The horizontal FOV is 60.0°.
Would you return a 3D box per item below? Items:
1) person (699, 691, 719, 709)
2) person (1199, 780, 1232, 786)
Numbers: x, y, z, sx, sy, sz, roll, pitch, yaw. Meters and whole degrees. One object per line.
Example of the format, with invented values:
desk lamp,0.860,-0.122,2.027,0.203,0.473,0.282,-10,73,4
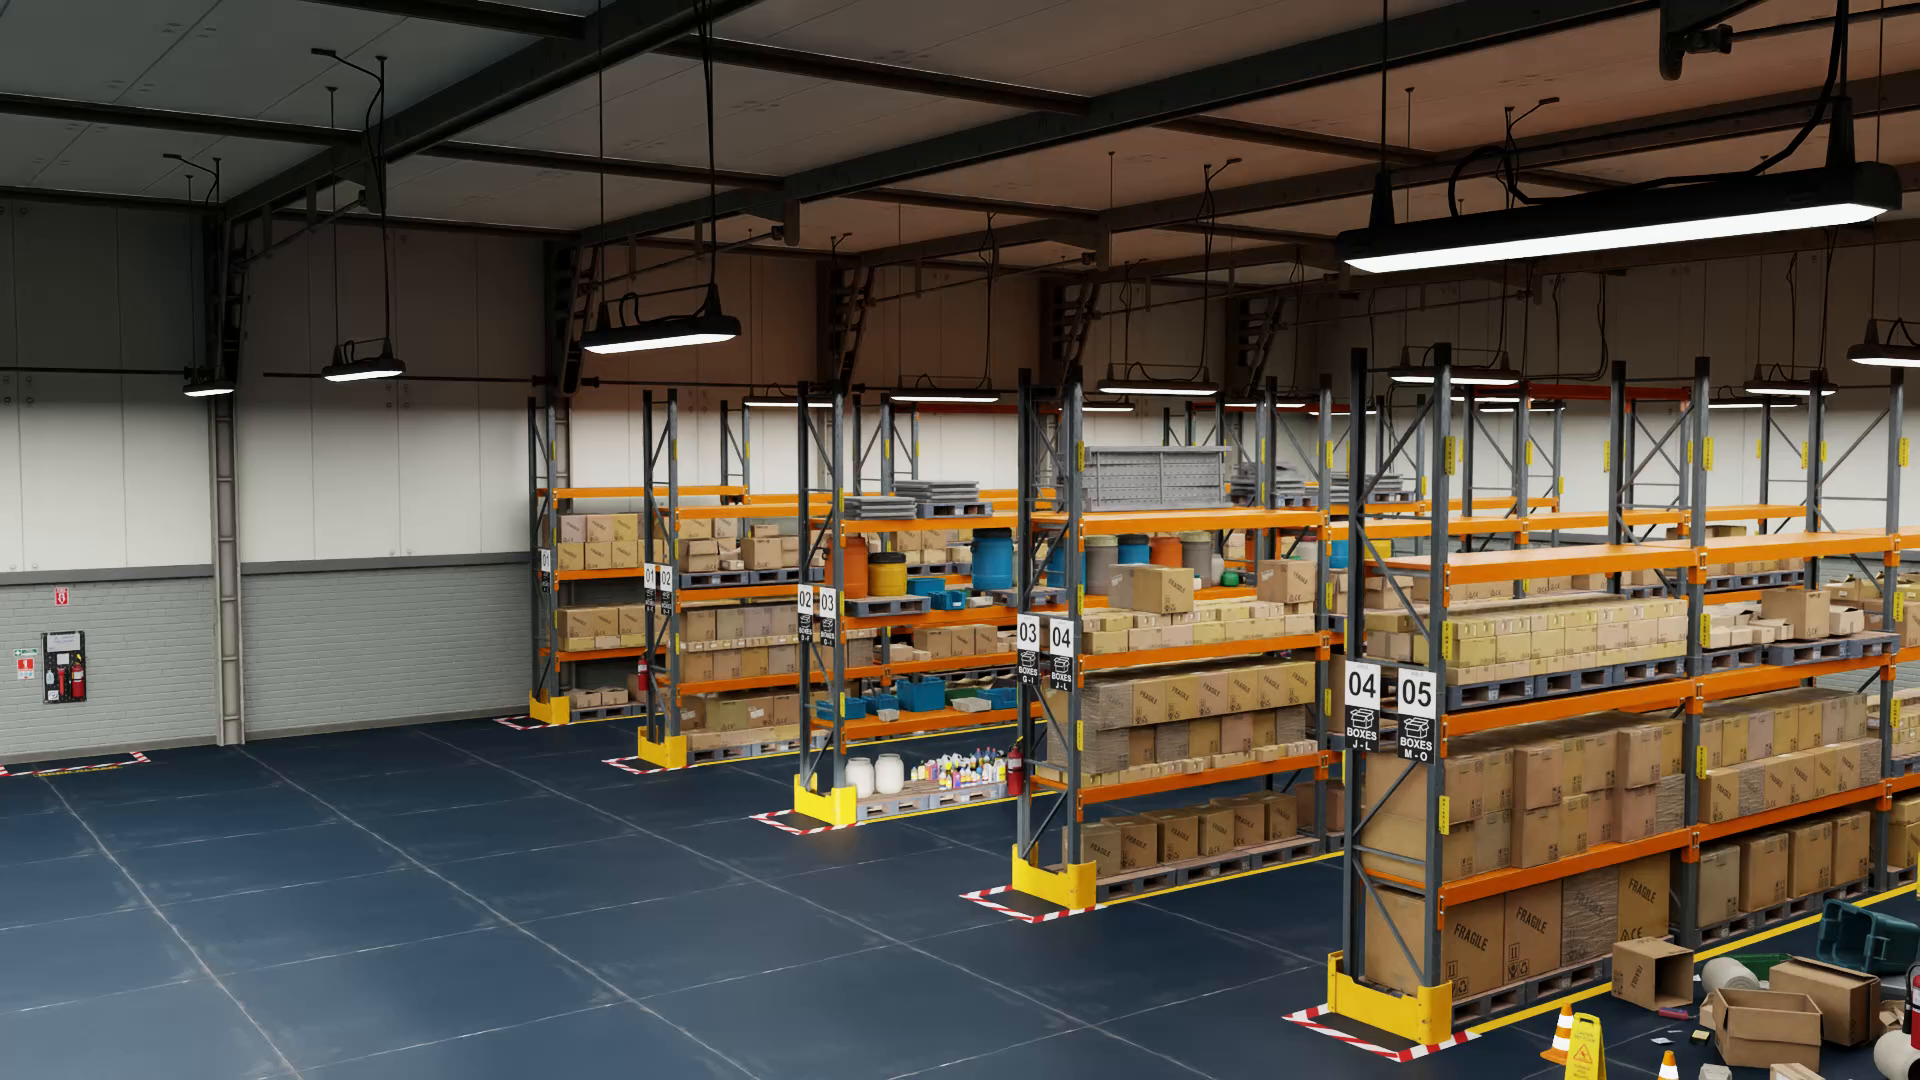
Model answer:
person,-4.531,2.535,30.322,0.487,1.634,0.862,1,3,13
person,3.790,2.837,25.111,0.796,1.698,0.592,-1,4,-23
